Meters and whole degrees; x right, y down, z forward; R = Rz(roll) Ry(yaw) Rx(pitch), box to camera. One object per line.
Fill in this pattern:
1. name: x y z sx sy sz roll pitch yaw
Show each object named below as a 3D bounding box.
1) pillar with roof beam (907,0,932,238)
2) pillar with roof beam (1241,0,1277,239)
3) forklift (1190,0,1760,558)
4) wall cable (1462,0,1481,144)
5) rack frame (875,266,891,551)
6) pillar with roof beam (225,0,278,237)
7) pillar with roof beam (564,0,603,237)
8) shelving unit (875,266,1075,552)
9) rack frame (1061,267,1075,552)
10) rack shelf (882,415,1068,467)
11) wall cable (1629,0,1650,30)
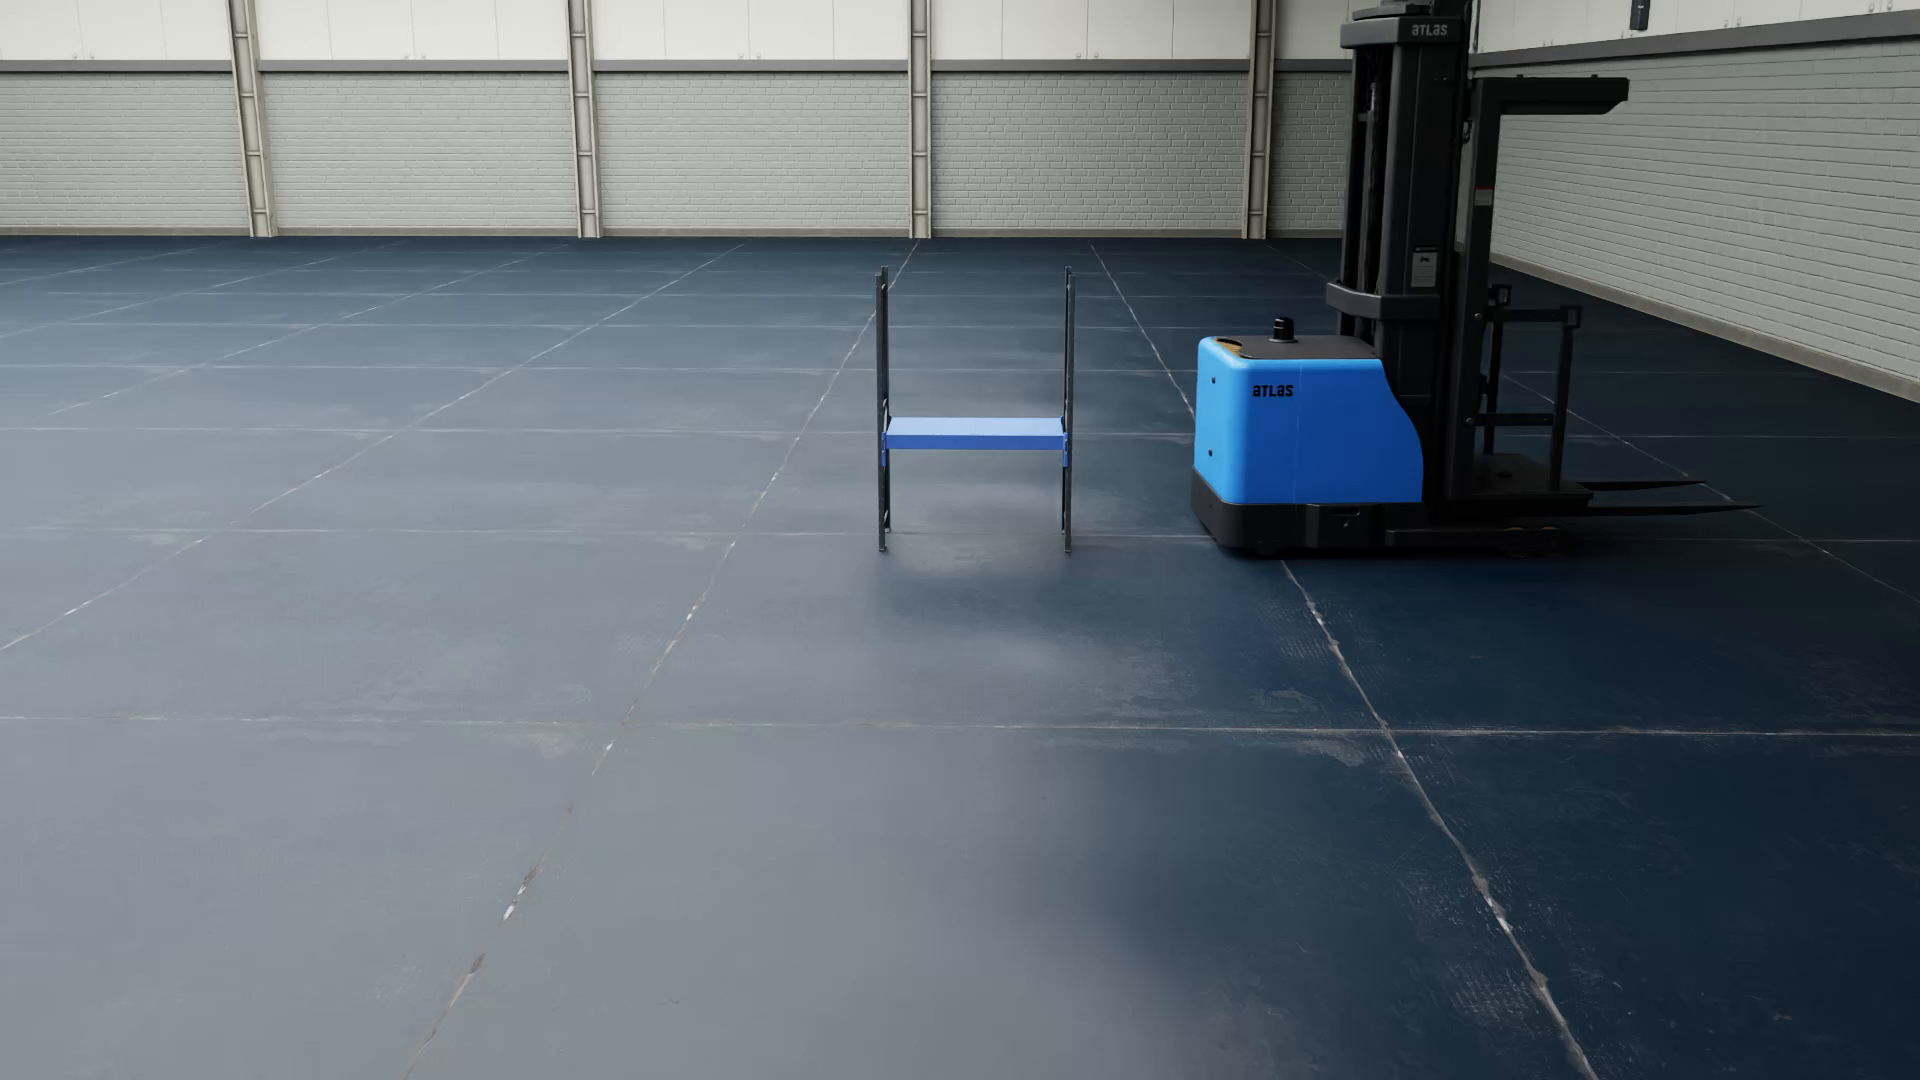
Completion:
1. pillar with roof beam: -0.822 -8.728 24.783 0.400 9.000 9.100 0 15 1
2. pillar with roof beam: 5.176 -8.689 24.635 0.400 9.000 9.100 0 15 1
3. forklift: 2.893 -1.456 9.112 3.031 2.935 1.130 -1 15 -3
4. wall cable: 8.197 -7.929 27.842 0.112 2.526 3.097 0 15 1
5. rack frame: -0.423 -0.728 9.159 0.032 1.500 0.500 0 15 1
6. pillar with roof beam: -12.818 -8.807 25.080 0.400 9.000 9.100 0 15 1
7. pillar with roof beam: -6.820 -8.768 24.932 0.400 9.000 9.100 0 15 1
8. shelving unit: 0.085 -0.725 9.147 1.048 1.500 0.538 0 15 1
9. rack frame: 0.593 -0.721 9.134 0.032 1.500 0.500 0 15 1
10. rack shelf: 0.085 -0.551 9.192 1.000 0.185 0.538 0 15 1
11. wall cable: 7.939 -8.654 17.836 0.169 6.003 2.305 0 15 1
